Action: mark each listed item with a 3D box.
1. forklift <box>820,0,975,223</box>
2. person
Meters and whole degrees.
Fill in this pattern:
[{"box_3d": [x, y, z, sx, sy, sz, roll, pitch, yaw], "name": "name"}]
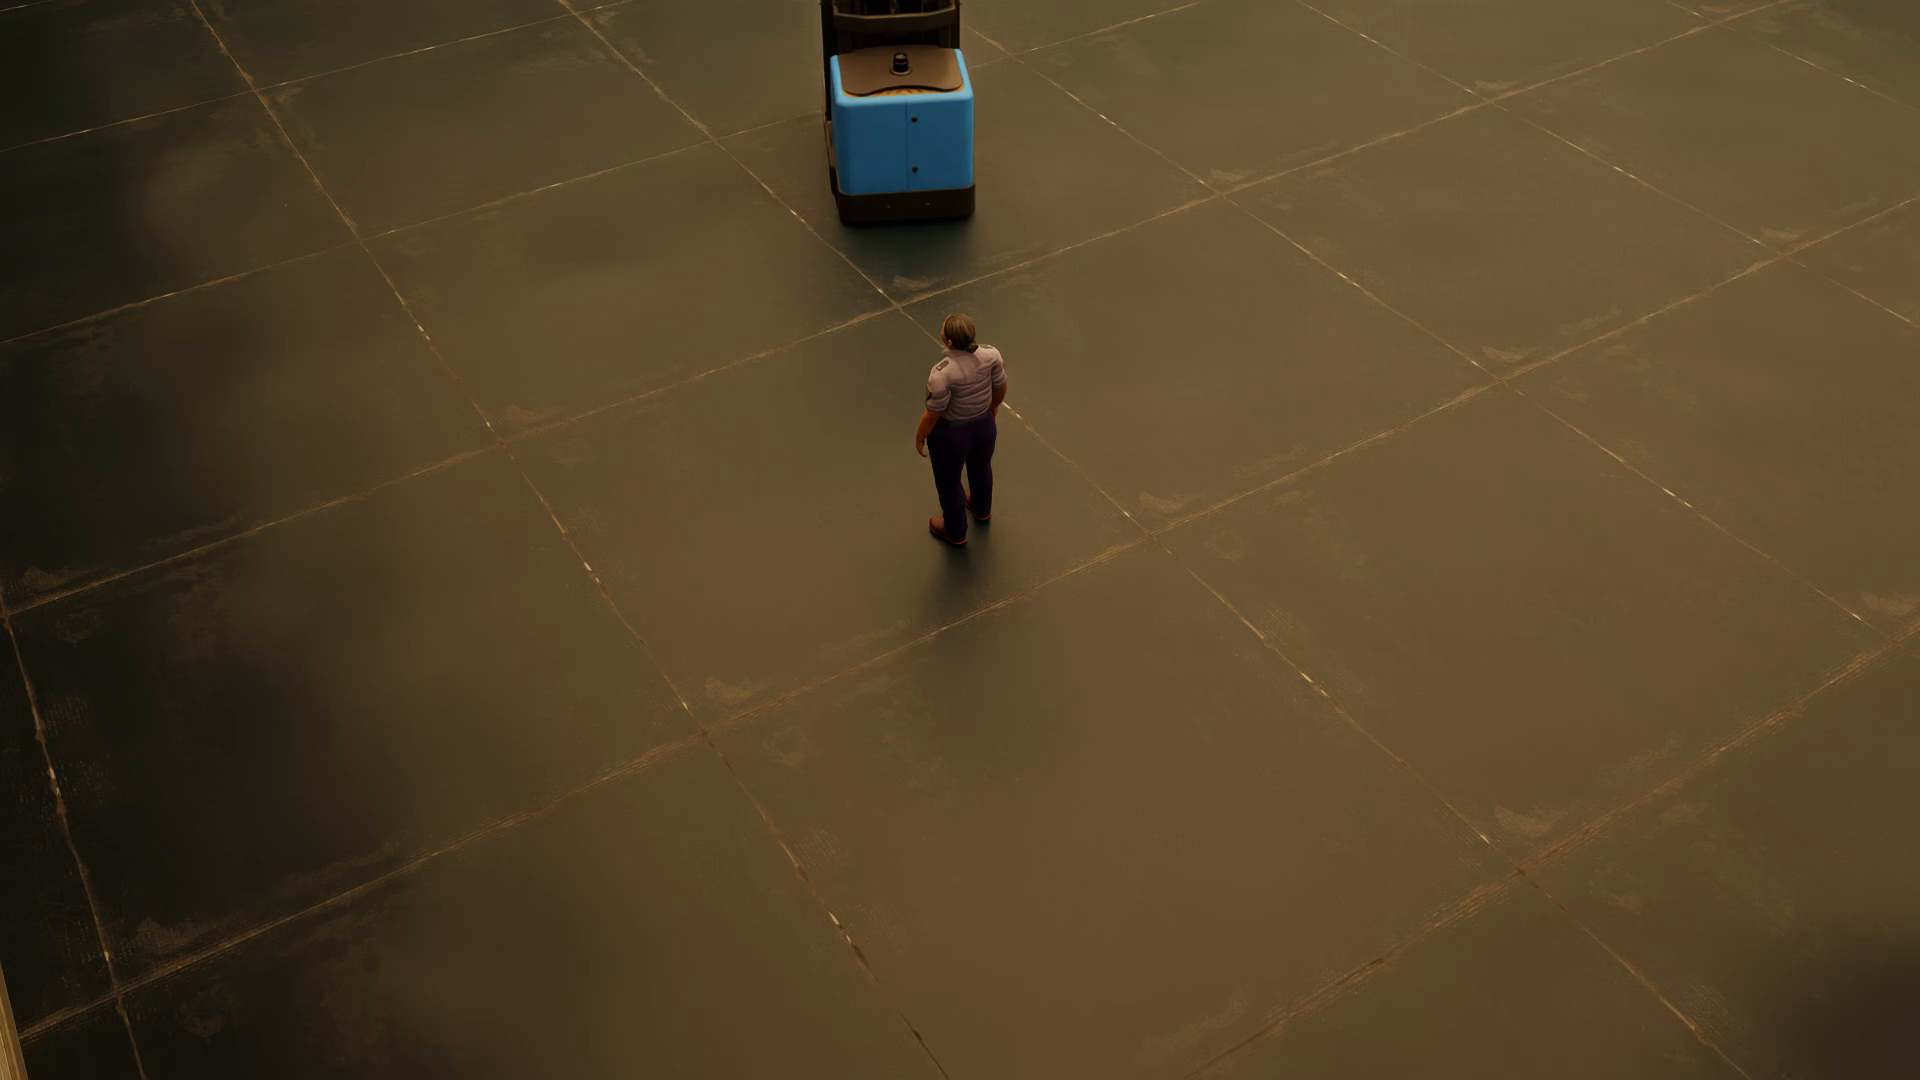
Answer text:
[{"box_3d": [-0.575, -4.508, 13.030, 1.130, 2.935, 3.031, -5, 41, -5], "name": "forklift"}, {"box_3d": [-0.029, -0.677, 9.624, 0.598, 1.634, 0.502, -23, 46, -24], "name": "person"}]
